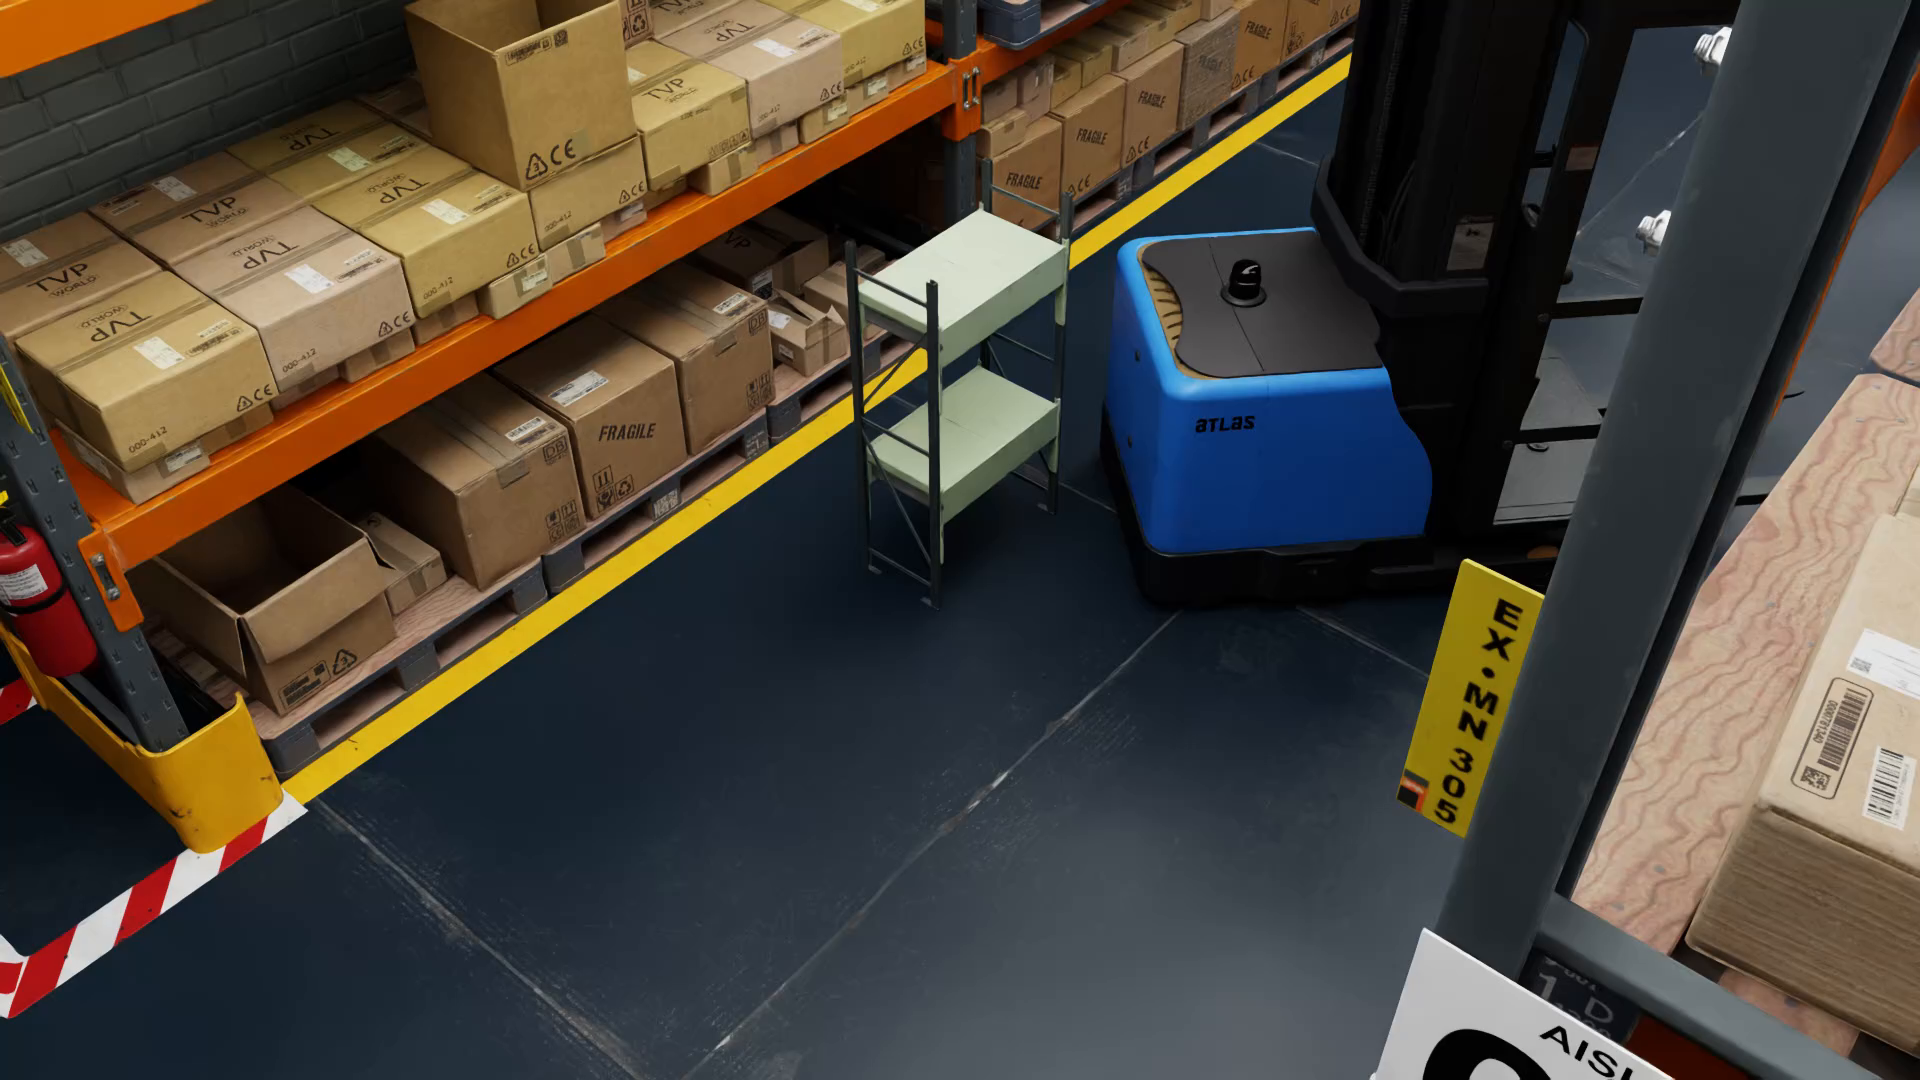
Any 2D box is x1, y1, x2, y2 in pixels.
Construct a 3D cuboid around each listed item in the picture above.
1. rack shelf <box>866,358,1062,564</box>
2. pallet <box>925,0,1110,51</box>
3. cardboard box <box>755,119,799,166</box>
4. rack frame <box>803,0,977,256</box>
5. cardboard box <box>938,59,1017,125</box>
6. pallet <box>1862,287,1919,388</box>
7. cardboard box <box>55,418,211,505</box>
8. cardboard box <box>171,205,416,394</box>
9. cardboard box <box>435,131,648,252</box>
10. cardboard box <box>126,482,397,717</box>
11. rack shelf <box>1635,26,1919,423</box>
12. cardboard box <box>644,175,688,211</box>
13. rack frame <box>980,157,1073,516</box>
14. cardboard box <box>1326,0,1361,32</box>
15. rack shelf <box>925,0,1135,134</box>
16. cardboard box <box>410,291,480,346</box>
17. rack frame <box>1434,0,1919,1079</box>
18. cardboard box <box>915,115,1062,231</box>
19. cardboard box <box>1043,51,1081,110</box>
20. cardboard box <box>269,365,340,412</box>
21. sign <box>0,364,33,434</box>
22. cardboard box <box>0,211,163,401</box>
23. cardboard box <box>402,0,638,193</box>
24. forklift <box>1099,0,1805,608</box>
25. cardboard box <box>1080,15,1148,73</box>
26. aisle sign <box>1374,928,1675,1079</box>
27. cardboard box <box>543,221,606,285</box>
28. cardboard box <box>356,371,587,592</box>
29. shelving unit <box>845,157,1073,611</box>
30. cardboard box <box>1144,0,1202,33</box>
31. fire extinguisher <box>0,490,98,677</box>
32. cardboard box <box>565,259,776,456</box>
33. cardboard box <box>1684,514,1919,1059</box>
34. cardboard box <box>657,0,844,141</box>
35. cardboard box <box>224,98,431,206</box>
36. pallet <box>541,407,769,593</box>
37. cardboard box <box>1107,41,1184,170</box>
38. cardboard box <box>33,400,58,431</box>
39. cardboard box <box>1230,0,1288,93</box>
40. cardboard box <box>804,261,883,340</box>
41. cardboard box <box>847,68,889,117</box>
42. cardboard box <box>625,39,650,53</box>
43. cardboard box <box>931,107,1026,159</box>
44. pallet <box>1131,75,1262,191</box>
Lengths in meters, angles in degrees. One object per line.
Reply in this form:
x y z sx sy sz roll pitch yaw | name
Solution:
0.004 -0.317 6.469 0.431 0.370 0.720 29 50 28 | rack shelf
0.248 -2.692 7.624 1.003 0.211 1.213 29 50 28 | pallet
-0.850 -1.621 6.490 0.380 0.149 0.250 31 51 29 | cardboard box
-0.349 -2.399 7.159 1.000 3.000 0.127 29 50 28 | rack frame
0.039 -2.075 7.645 0.380 0.149 0.250 29 50 28 | cardboard box
2.132 -0.287 2.672 1.003 0.211 1.213 29 50 28 | pallet
-2.502 -0.297 5.033 0.380 0.149 0.250 29 50 28 | cardboard box
-2.101 -0.770 5.258 0.500 0.250 0.500 30 50 29 | cardboard box
-1.465 -1.305 5.846 0.500 0.250 0.500 28 49 27 | cardboard box
-2.457 0.155 5.893 0.797 0.503 0.637 28 49 27 | cardboard box
2.165 -1.027 2.023 1.077 0.370 4.000 29 50 28 | rack shelf
-1.245 -1.393 6.239 0.380 0.149 0.250 30 50 29 | cardboard box
0.240 -0.747 6.457 0.400 1.500 0.023 29 50 28 | rack frame
2.117 -3.378 9.782 0.500 0.500 0.500 31 51 30 | cardboard box
0.938 -3.162 8.533 1.077 0.370 4.000 29 50 28 | rack shelf
-1.855 -0.841 5.632 0.380 0.149 0.250 30 50 29 | cardboard box
0.878 -0.412 0.514 1.000 3.000 0.127 29 50 28 | rack frame
0.134 -1.781 8.025 0.500 0.500 0.500 32 51 30 | cardboard box
0.361 -2.252 8.061 0.380 0.149 0.250 27 49 26 | cardboard box
-2.231 -0.598 5.365 0.380 0.149 0.250 29 50 28 | cardboard box
-2.508 -0.425 4.344 0.100 0.325 0.005 29 50 28 | sign
-2.831 -0.745 5.231 0.500 0.250 0.500 31 51 30 | cardboard box
-1.460 -1.561 5.570 0.500 0.500 0.500 31 51 29 | cardboard box
2.147 -1.253 5.949 3.031 2.935 1.130 -4 42 -5 | forklift
0.716 -2.512 8.346 0.380 0.149 0.250 29 50 28 | cardboard box
0.594 0.749 1.764 0.394 0.787 0.004 29 50 28 | aisle sign
-1.481 -1.083 5.898 0.380 0.149 0.250 31 50 29 | cardboard box
-1.878 -0.267 6.360 0.700 0.500 0.500 32 51 30 | cardboard box
0.004 -0.558 6.249 0.431 1.500 0.755 29 50 28 | shelving unit
1.029 -2.790 8.652 0.380 0.149 0.250 30 50 29 | cardboard box
-2.665 0.103 4.741 0.296 0.674 0.183 29 50 28 | fire extinguisher
-1.209 -0.801 6.948 0.700 0.500 0.500 28 49 27 | cardboard box
1.099 0.291 1.696 0.500 0.250 0.500 25 48 25 | cardboard box
-0.801 -1.821 6.414 0.500 0.250 0.500 30 50 29 | cardboard box
-2.176 -1.263 5.800 0.500 0.250 0.500 31 51 30 | cardboard box
-1.577 -0.383 7.014 1.003 0.211 1.213 29 50 28 | pallet
0.794 -2.315 8.612 0.500 0.500 0.500 28 49 27 | cardboard box
-2.916 -0.533 5.293 0.380 0.149 0.250 29 50 28 | cardboard box
1.452 -2.854 9.205 0.500 0.500 0.500 32 51 30 | cardboard box
-0.483 -1.085 7.521 0.380 0.149 0.250 28 49 27 | cardboard box
-0.512 -1.889 6.784 0.380 0.149 0.250 31 51 29 | cardboard box
-1.526 -1.789 6.378 0.500 0.250 0.500 31 50 29 | cardboard box
0.085 -1.939 7.716 0.380 0.149 0.250 32 51 30 | cardboard box
0.930 -2.433 9.269 1.003 0.211 1.213 29 50 28 | pallet
